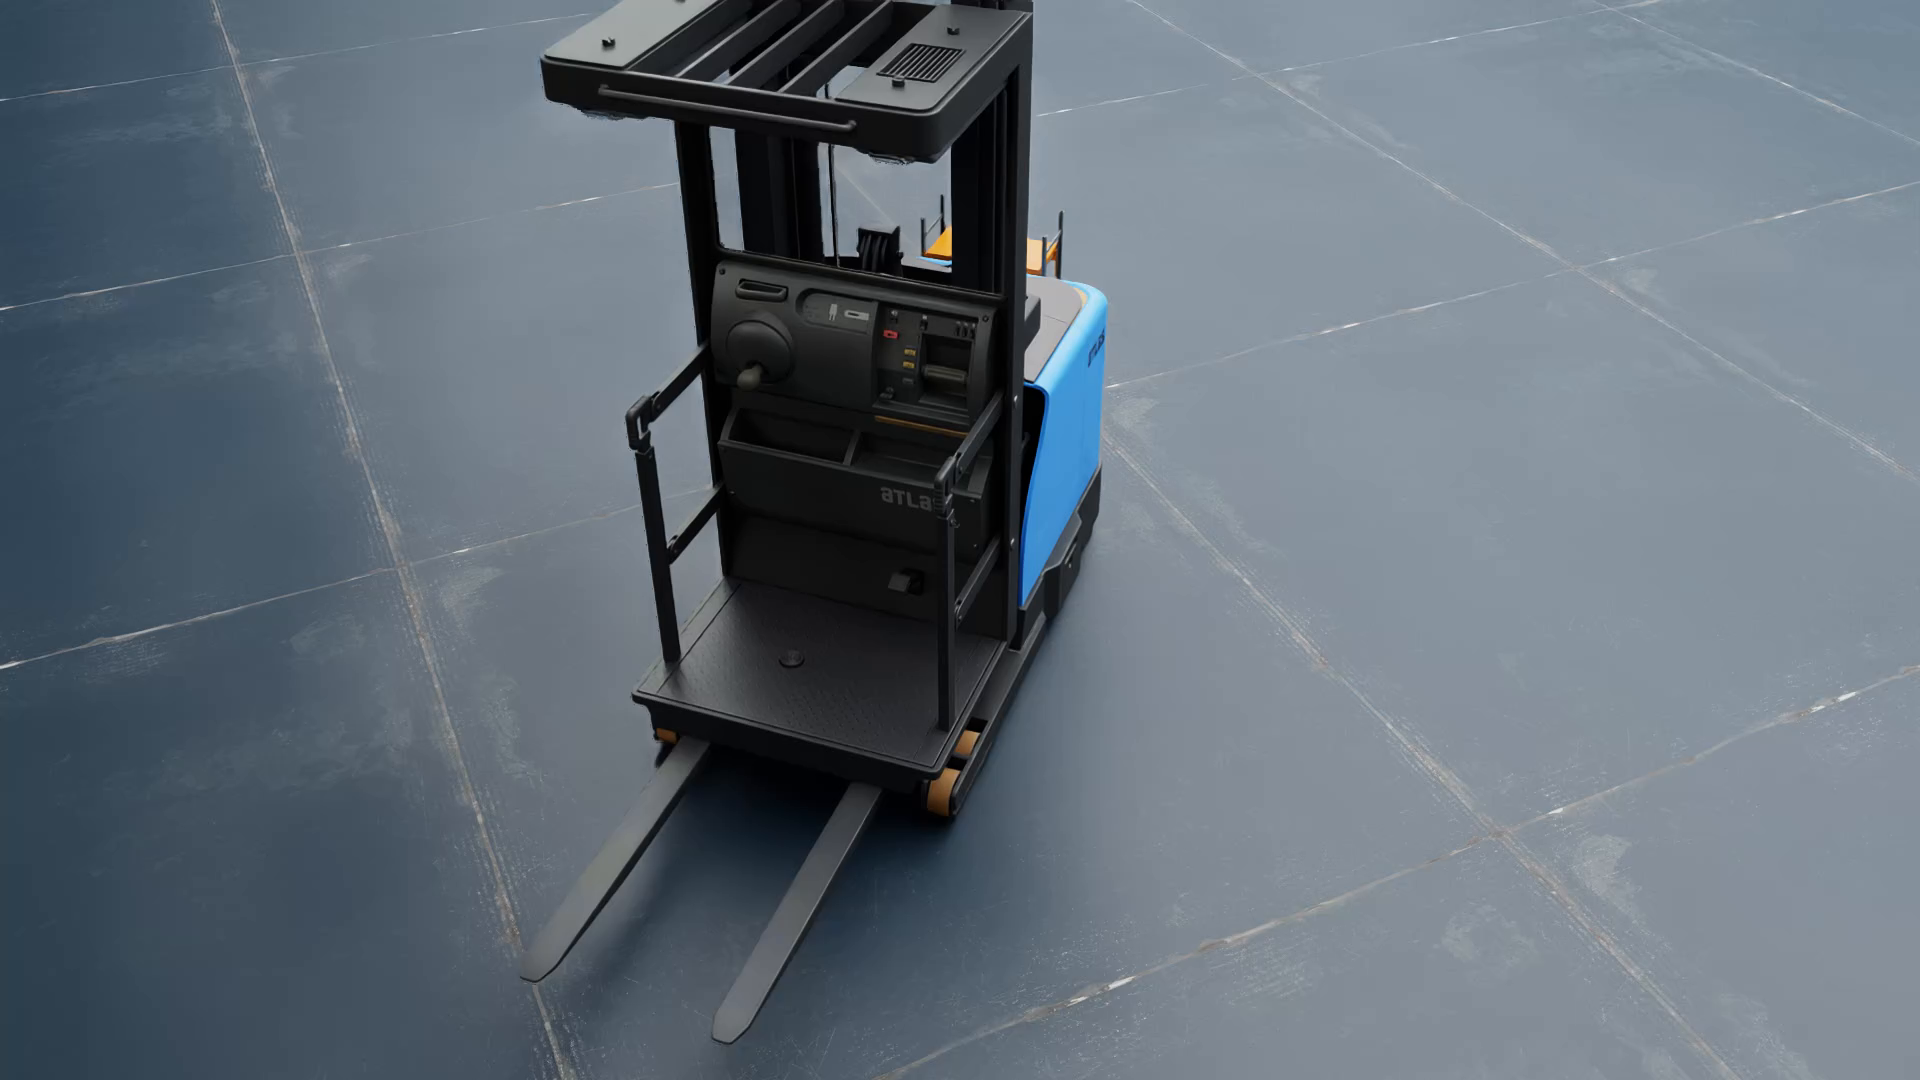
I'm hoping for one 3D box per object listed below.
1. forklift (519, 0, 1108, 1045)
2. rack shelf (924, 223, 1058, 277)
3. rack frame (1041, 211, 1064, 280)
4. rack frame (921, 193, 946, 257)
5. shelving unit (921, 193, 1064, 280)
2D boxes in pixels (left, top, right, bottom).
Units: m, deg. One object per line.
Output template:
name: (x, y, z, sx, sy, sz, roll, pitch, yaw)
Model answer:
forklift: (-0.417, -0.540, 5.018, 1.130, 2.935, 3.031, 12, 38, 16)
rack shelf: (0.127, -1.094, 6.559, 0.480, 0.148, 0.258, 12, 38, 16)
rack frame: (0.357, -0.730, 6.727, 0.015, 1.200, 0.240, 12, 38, 16)
rack frame: (-0.103, -0.828, 6.859, 0.015, 1.200, 0.240, 12, 38, 16)
shelving unit: (0.127, -0.779, 6.793, 0.503, 1.200, 0.258, 12, 38, 16)
